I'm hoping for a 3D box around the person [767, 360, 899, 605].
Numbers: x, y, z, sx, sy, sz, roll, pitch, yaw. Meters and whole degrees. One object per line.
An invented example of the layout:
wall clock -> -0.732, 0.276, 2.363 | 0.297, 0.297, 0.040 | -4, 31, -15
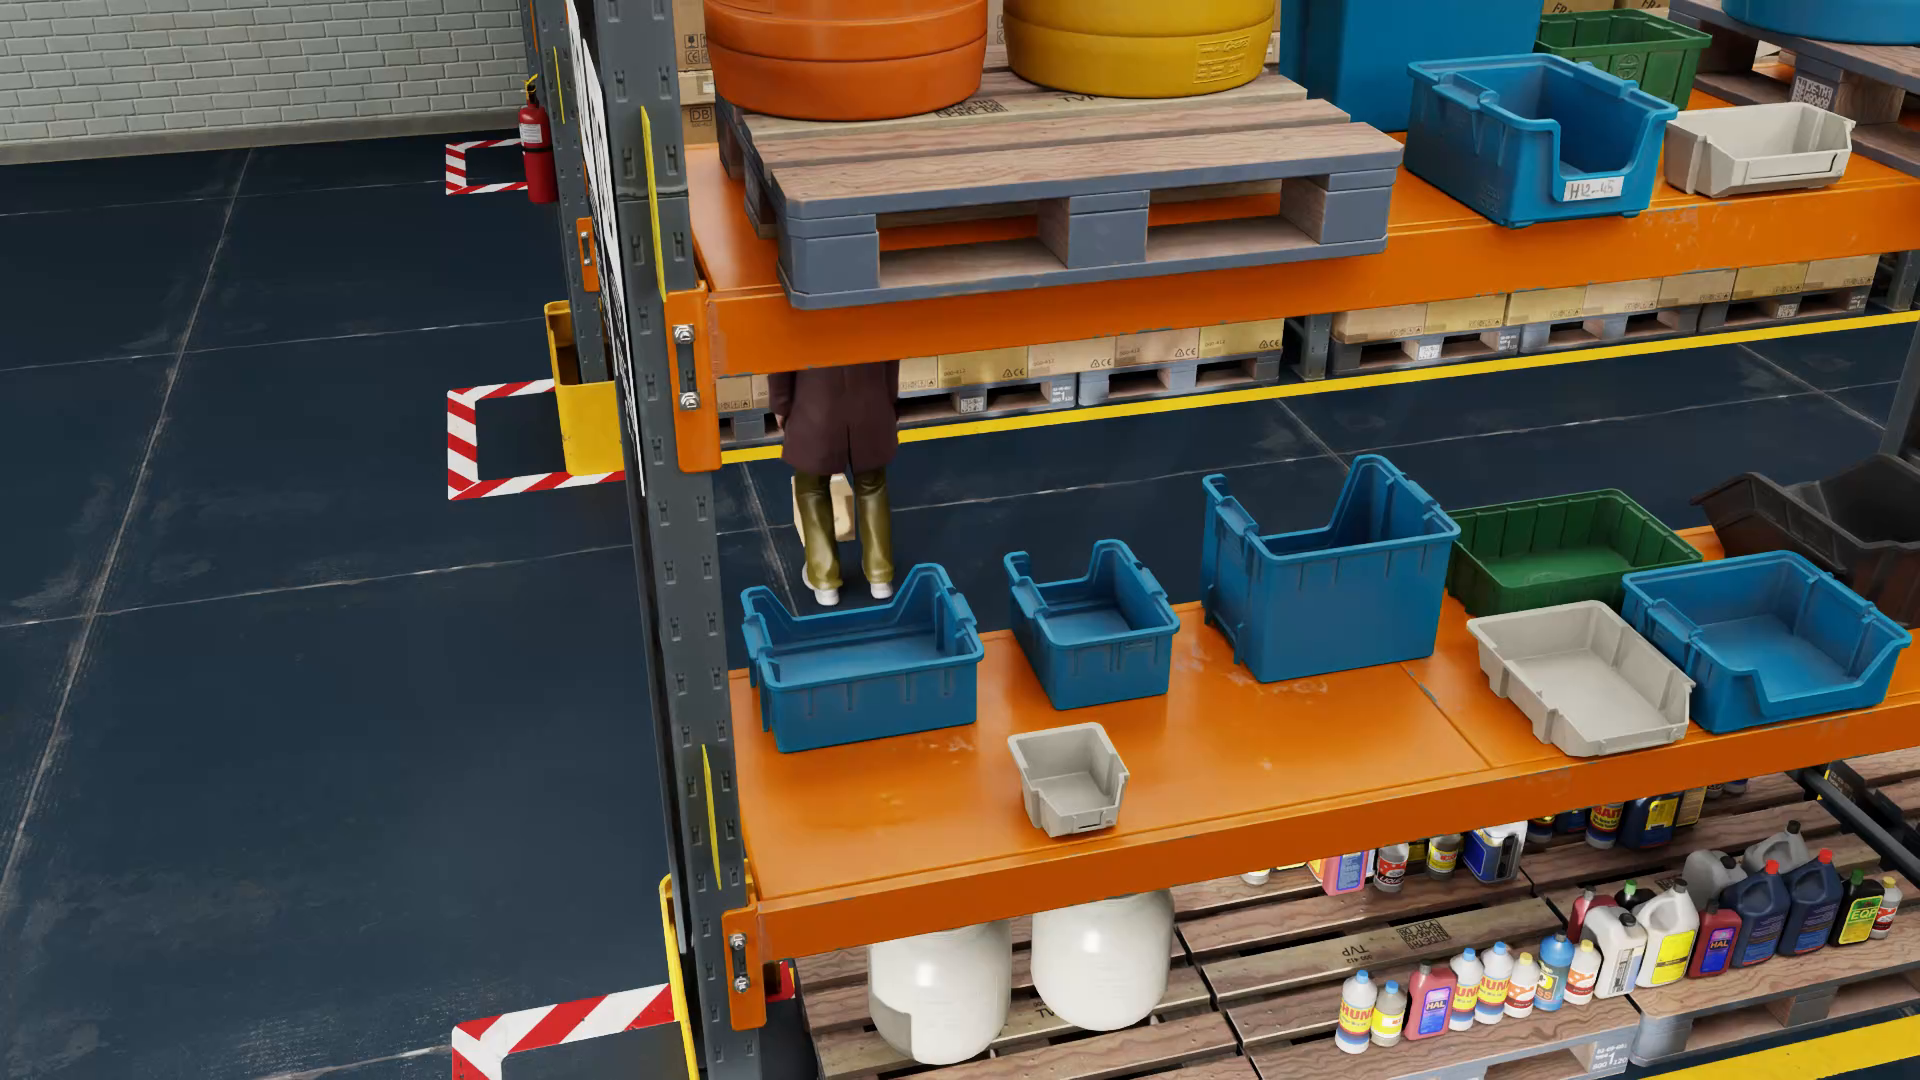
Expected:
person -> -0.536, -0.554, 7.136 | 0.572, 1.761, 0.378 | -7, 31, -12
